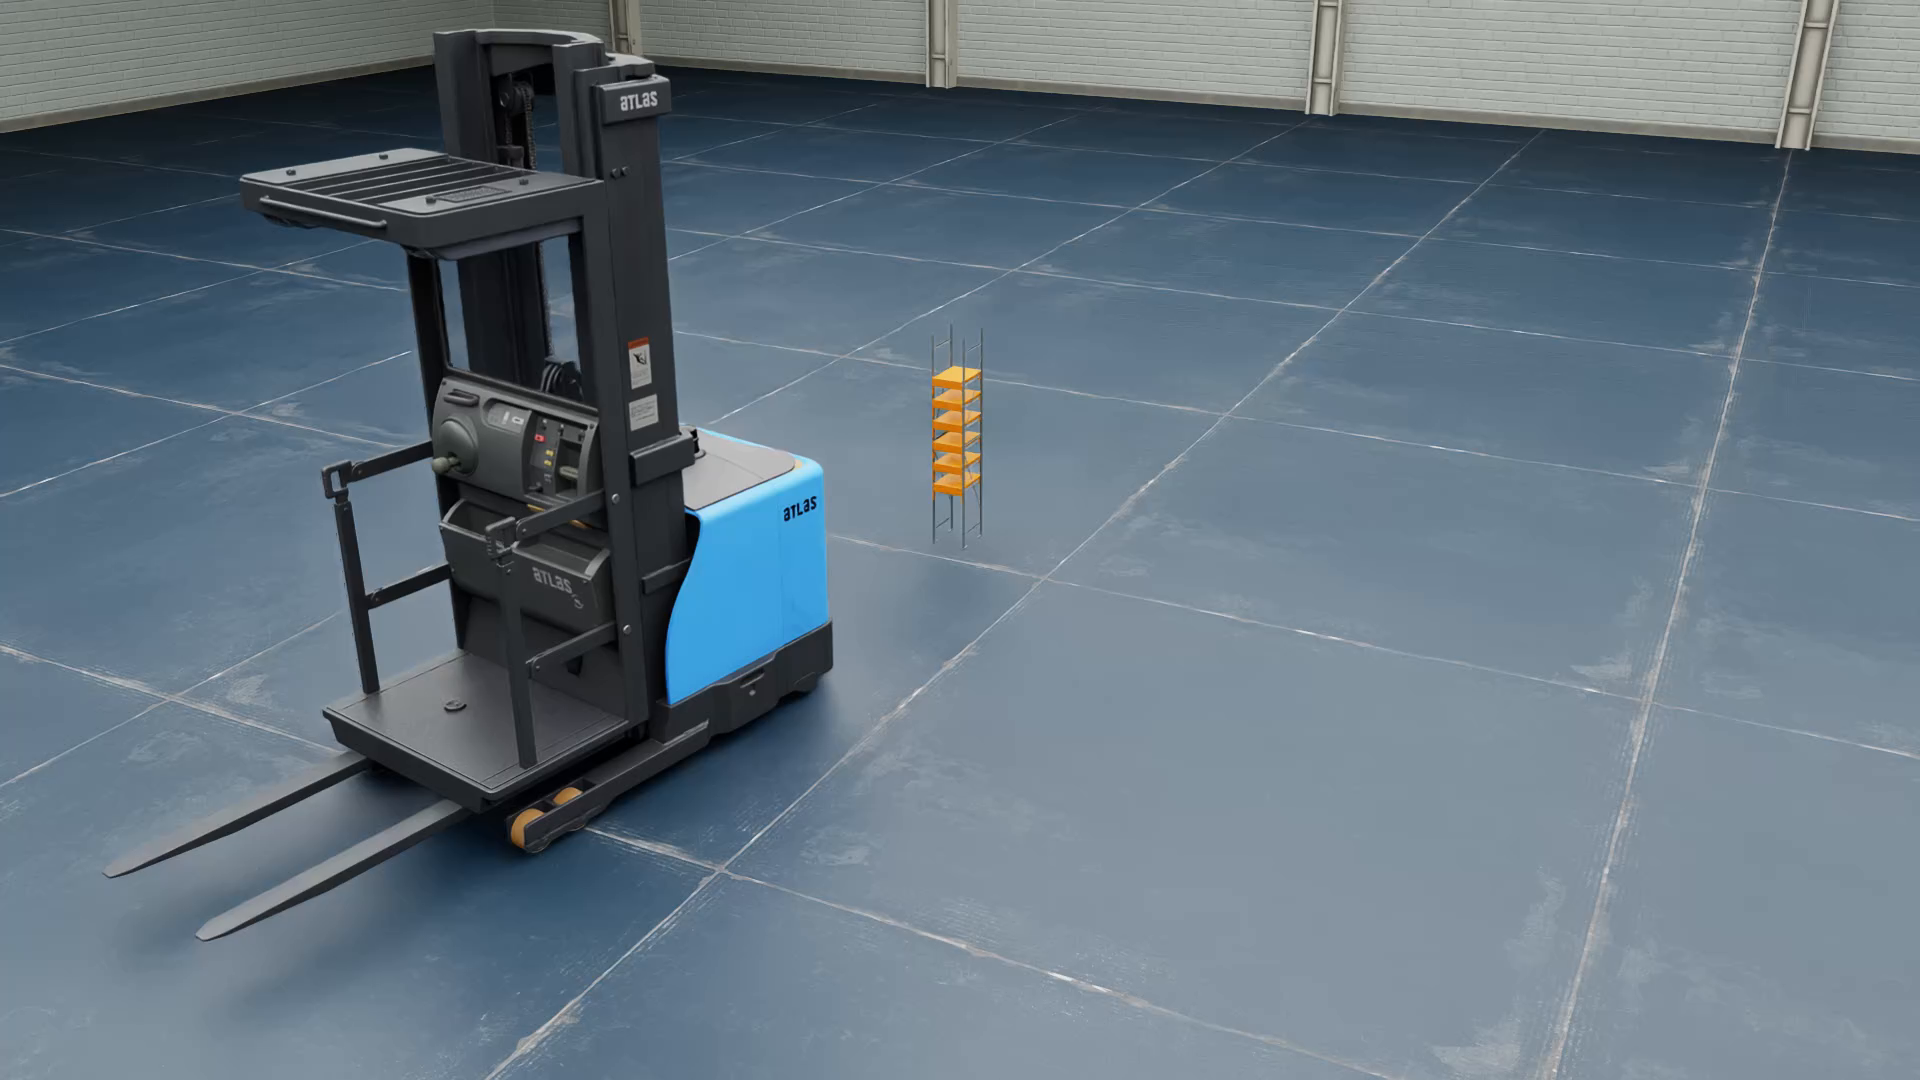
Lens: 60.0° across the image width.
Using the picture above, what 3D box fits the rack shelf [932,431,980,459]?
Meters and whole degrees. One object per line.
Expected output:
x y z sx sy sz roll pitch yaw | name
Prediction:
-0.013 -0.514 9.039 0.180 0.103 0.258 11 25 25 | rack shelf

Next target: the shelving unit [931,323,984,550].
-0.013 -0.555 9.021 0.189 1.200 0.258 11 25 25 | shelving unit

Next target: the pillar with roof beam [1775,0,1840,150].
8.481 -7.556 15.519 0.400 9.000 9.100 11 25 25 | pillar with roof beam

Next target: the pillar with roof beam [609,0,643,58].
-7.582 -10.735 22.993 0.400 9.000 9.100 11 25 25 | pillar with roof beam

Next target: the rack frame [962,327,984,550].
0.069 -0.539 8.983 0.006 1.200 0.240 11 25 25 | rack frame

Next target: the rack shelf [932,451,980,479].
-0.013 -0.403 9.086 0.180 0.103 0.258 11 25 25 | rack shelf

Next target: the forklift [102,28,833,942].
-1.874 -0.359 6.350 1.130 2.935 3.031 16 28 34 | forklift

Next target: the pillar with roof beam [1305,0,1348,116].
3.127 -8.616 18.010 0.400 9.000 9.100 11 25 25 | pillar with roof beam

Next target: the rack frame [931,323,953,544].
-0.095 -0.571 9.059 0.006 1.200 0.240 11 25 25 | rack frame

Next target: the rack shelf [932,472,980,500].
-0.013 -0.293 9.133 0.180 0.103 0.258 11 25 25 | rack shelf

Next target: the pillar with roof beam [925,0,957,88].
-2.228 -9.675 20.502 0.400 9.000 9.100 11 25 25 | pillar with roof beam

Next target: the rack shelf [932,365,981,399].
-0.013 -0.845 8.898 0.180 0.103 0.258 11 25 25 | rack shelf

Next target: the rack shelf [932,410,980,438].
-0.013 -0.624 8.992 0.180 0.103 0.258 11 25 25 | rack shelf

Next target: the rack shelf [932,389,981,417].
-0.013 -0.735 8.945 0.180 0.103 0.258 11 25 25 | rack shelf
